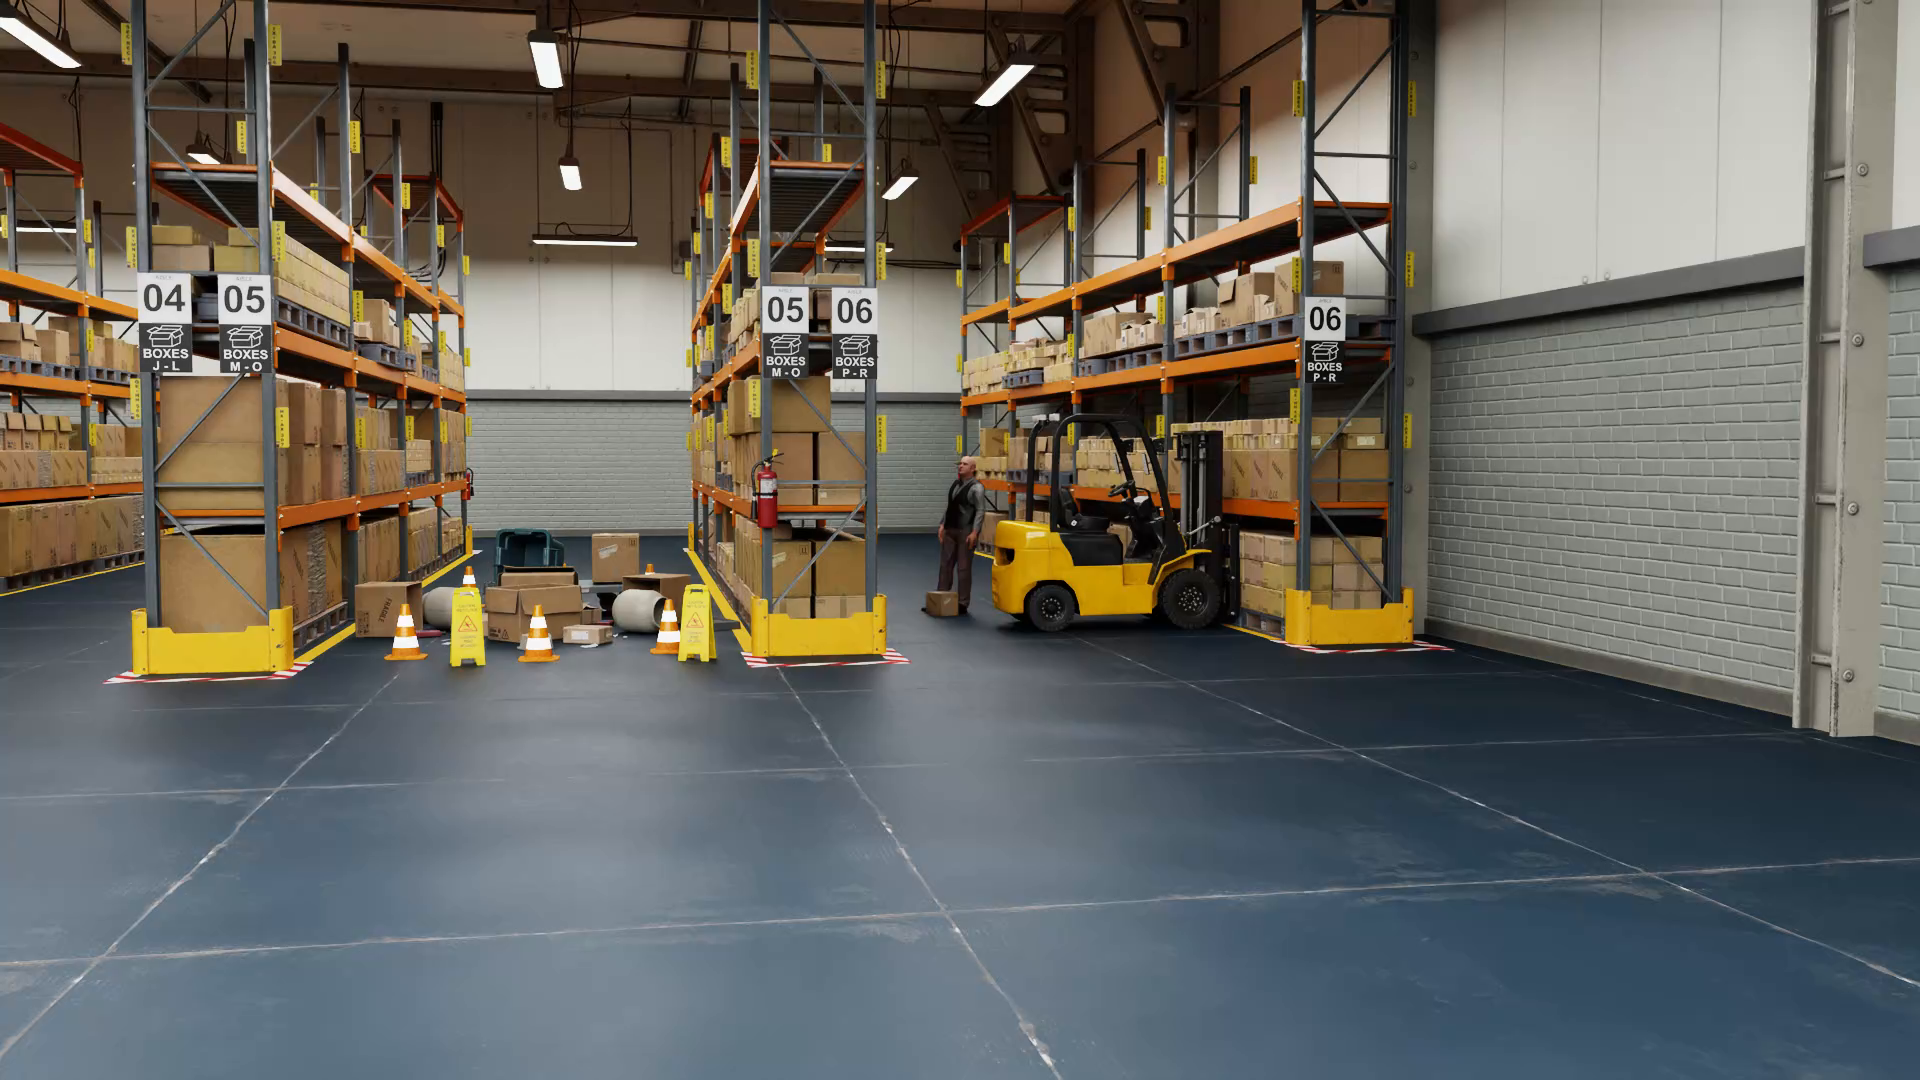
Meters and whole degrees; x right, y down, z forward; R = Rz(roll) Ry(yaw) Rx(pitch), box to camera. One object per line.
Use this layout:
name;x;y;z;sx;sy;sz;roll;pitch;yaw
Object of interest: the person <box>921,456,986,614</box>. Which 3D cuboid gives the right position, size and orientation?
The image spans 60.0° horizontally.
person;-0.041;-0.057;18.261;0.568;1.720;0.630;-3;4;-40
